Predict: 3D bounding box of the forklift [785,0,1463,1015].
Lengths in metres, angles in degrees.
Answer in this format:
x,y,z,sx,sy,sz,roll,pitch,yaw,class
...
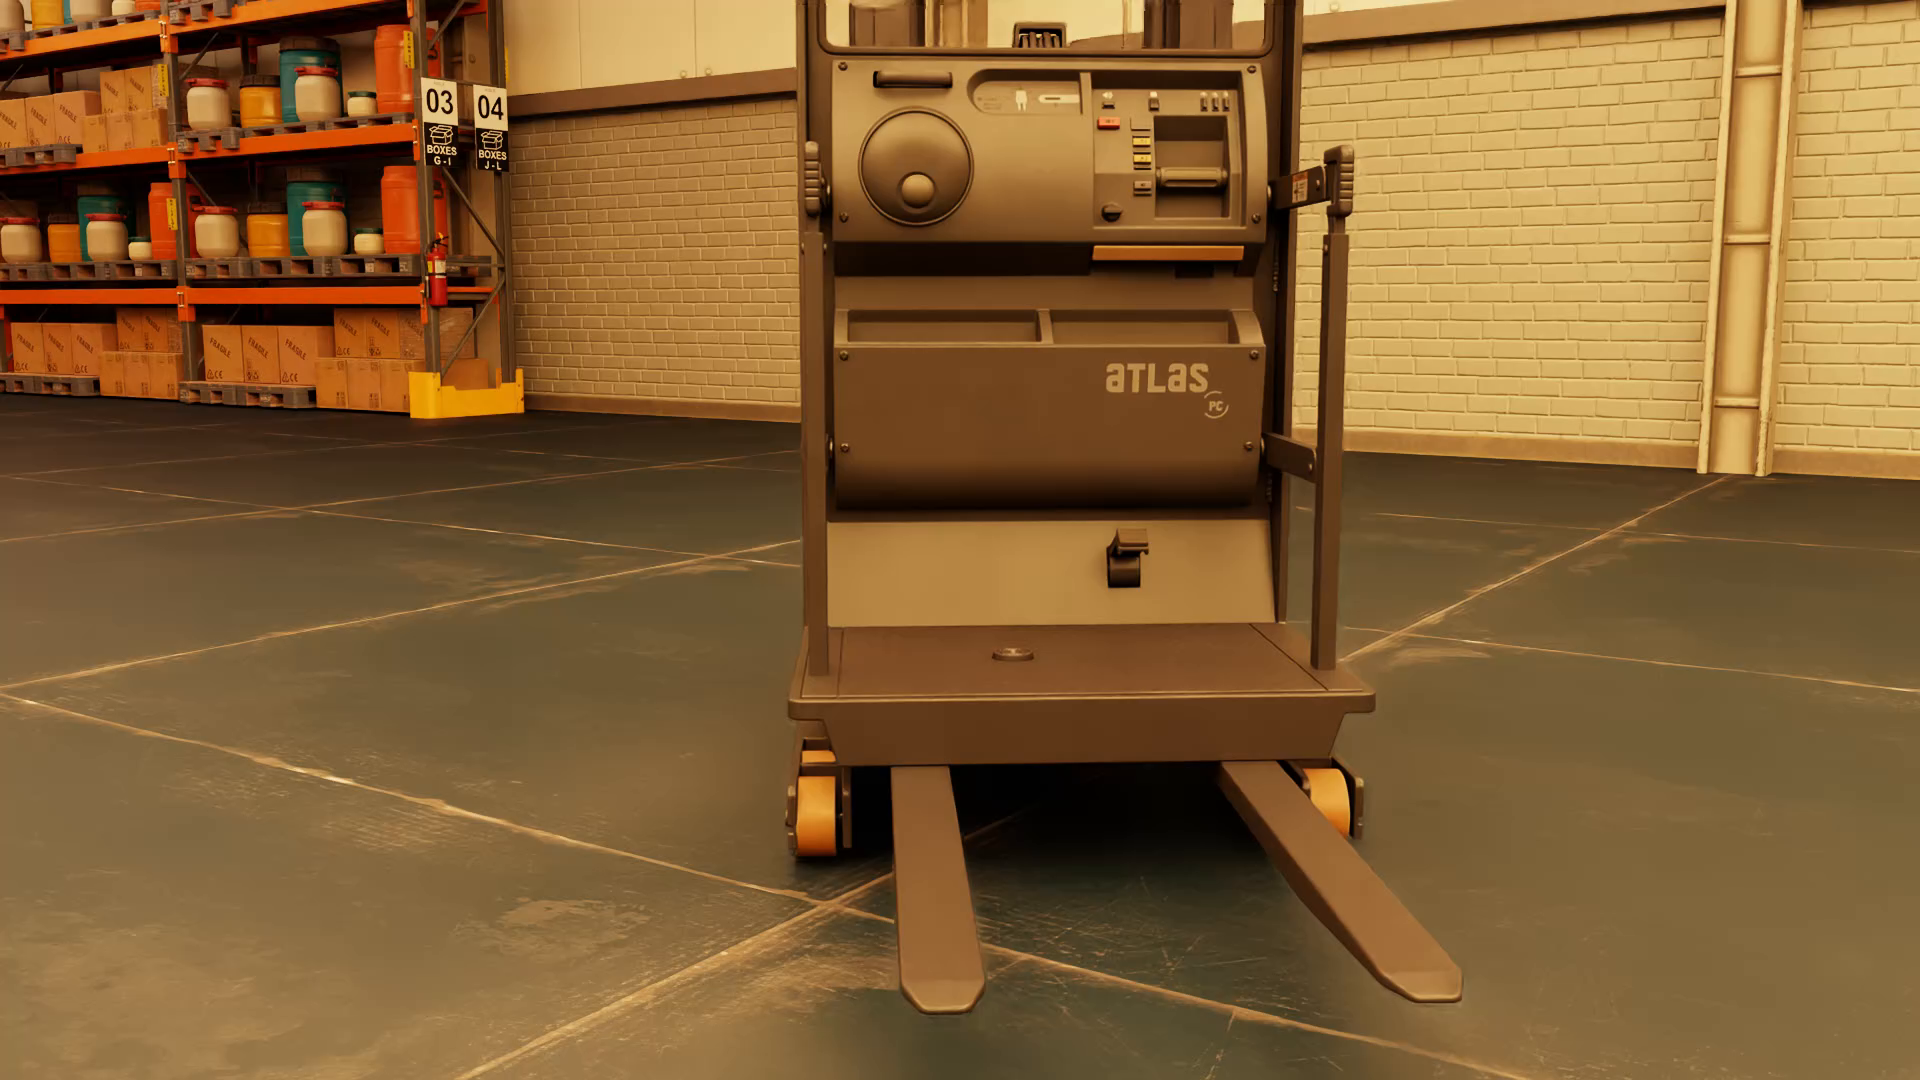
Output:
x,y,z,sx,sy,sz,roll,pitch,yaw,class
0.205,-0.876,3.354,1.130,2.935,3.031,0,8,-3,forklift
